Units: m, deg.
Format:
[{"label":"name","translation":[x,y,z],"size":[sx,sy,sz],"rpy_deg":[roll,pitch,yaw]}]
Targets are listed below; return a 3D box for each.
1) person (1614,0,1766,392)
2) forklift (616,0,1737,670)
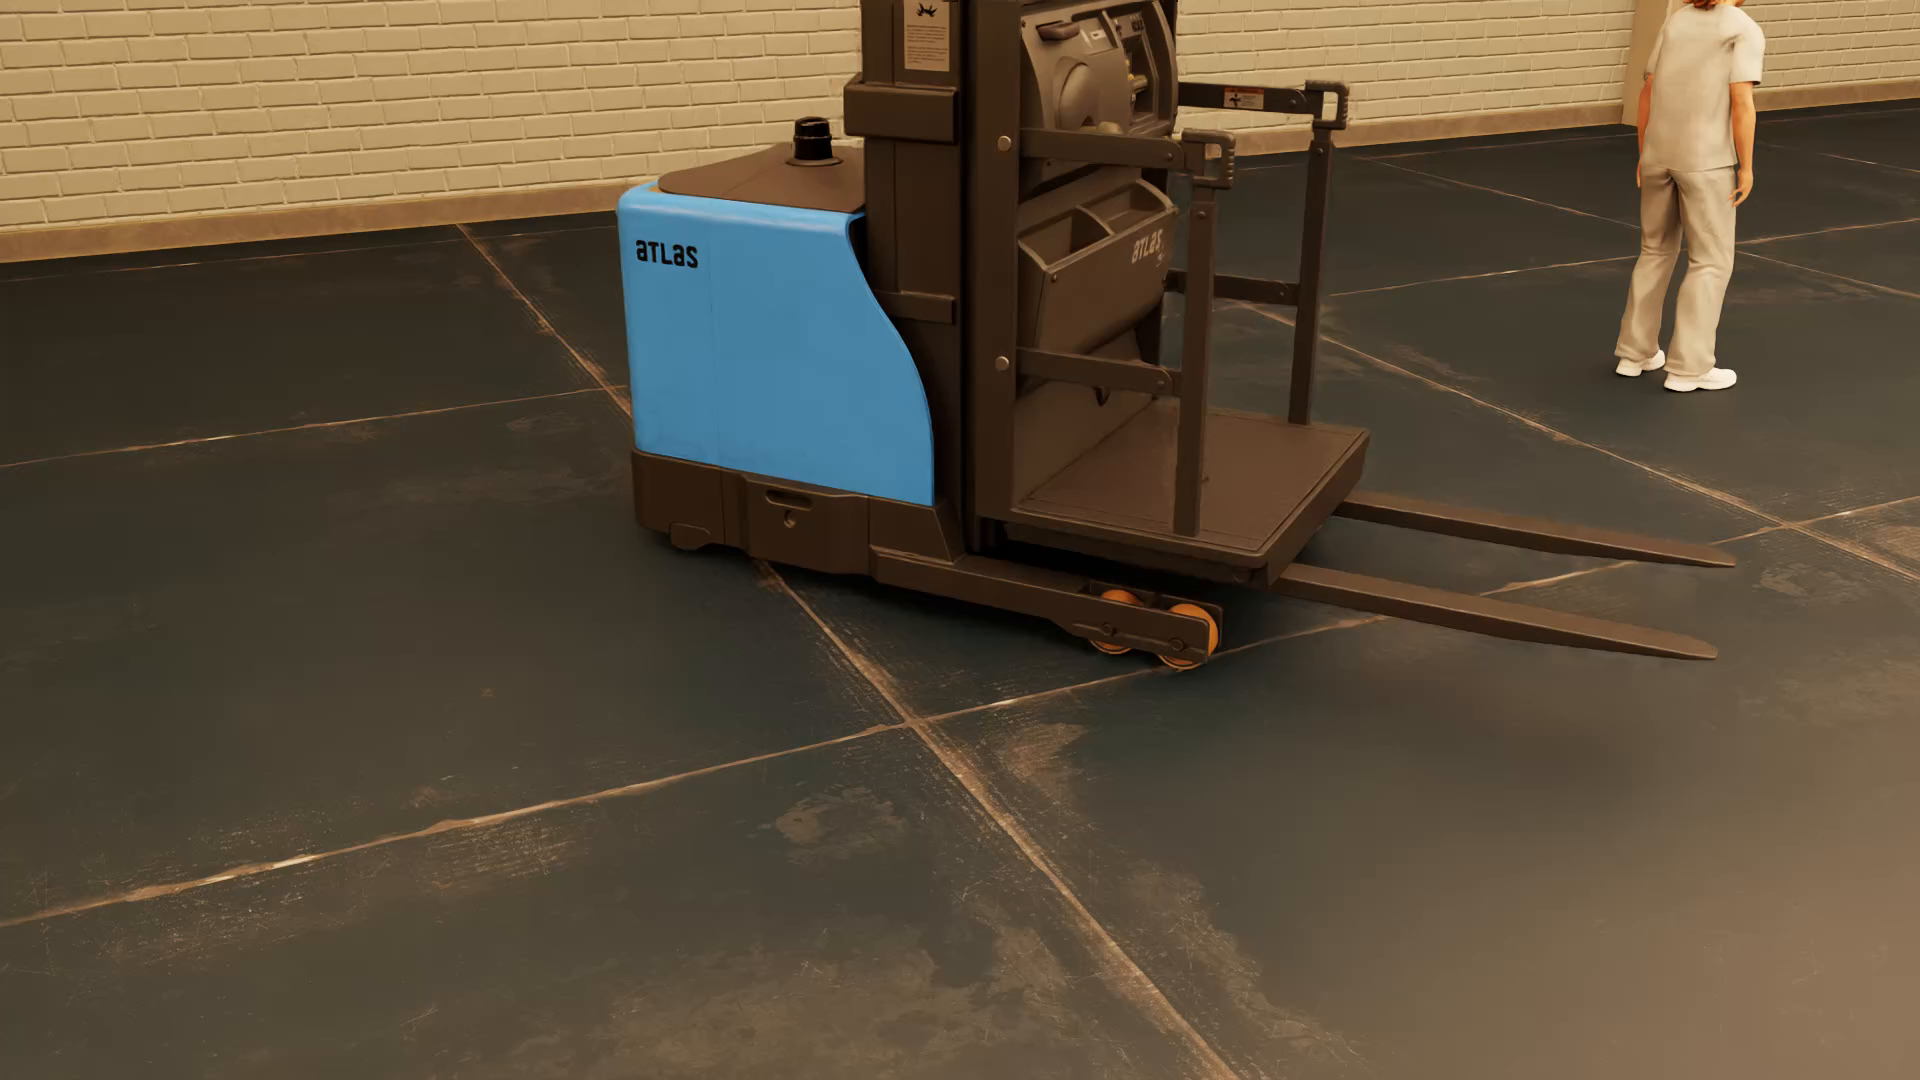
[{"label":"person","translation":[2.805,-1.424,6.357],"size":[0.363,1.671,0.495],"rpy_deg":[-13,26,-29]},{"label":"forklift","translation":[0.560,-1.251,4.297],"size":[3.031,2.935,1.130],"rpy_deg":[11,25,25]}]
